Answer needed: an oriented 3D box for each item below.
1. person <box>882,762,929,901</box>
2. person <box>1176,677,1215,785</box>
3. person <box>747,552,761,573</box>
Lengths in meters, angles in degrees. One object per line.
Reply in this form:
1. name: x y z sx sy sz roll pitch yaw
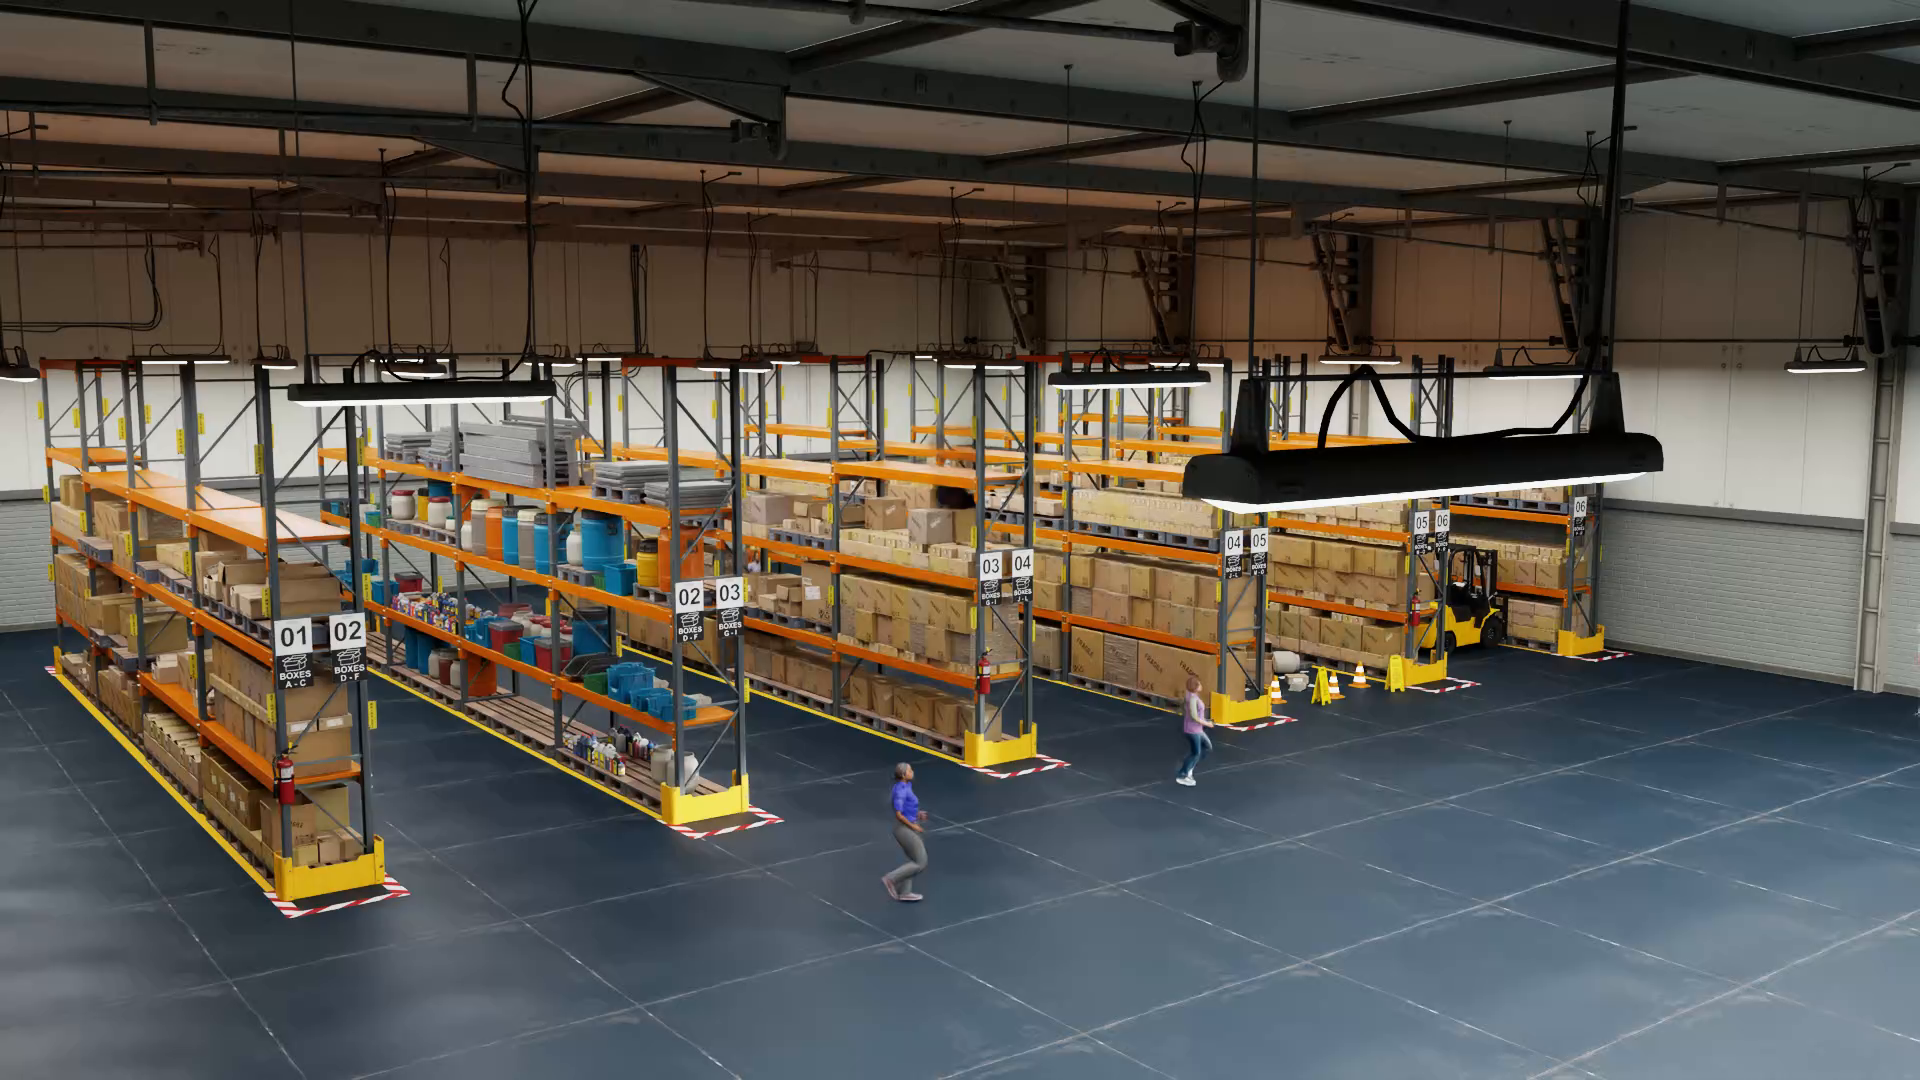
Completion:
1. person: -0.611 3.289 18.752 0.579 1.605 0.572 -1 7 -11
2. person: 3.358 2.717 23.718 0.540 1.558 0.553 1 7 5
3. person: -4.567 1.056 37.441 0.616 1.606 0.562 -6 9 -40
